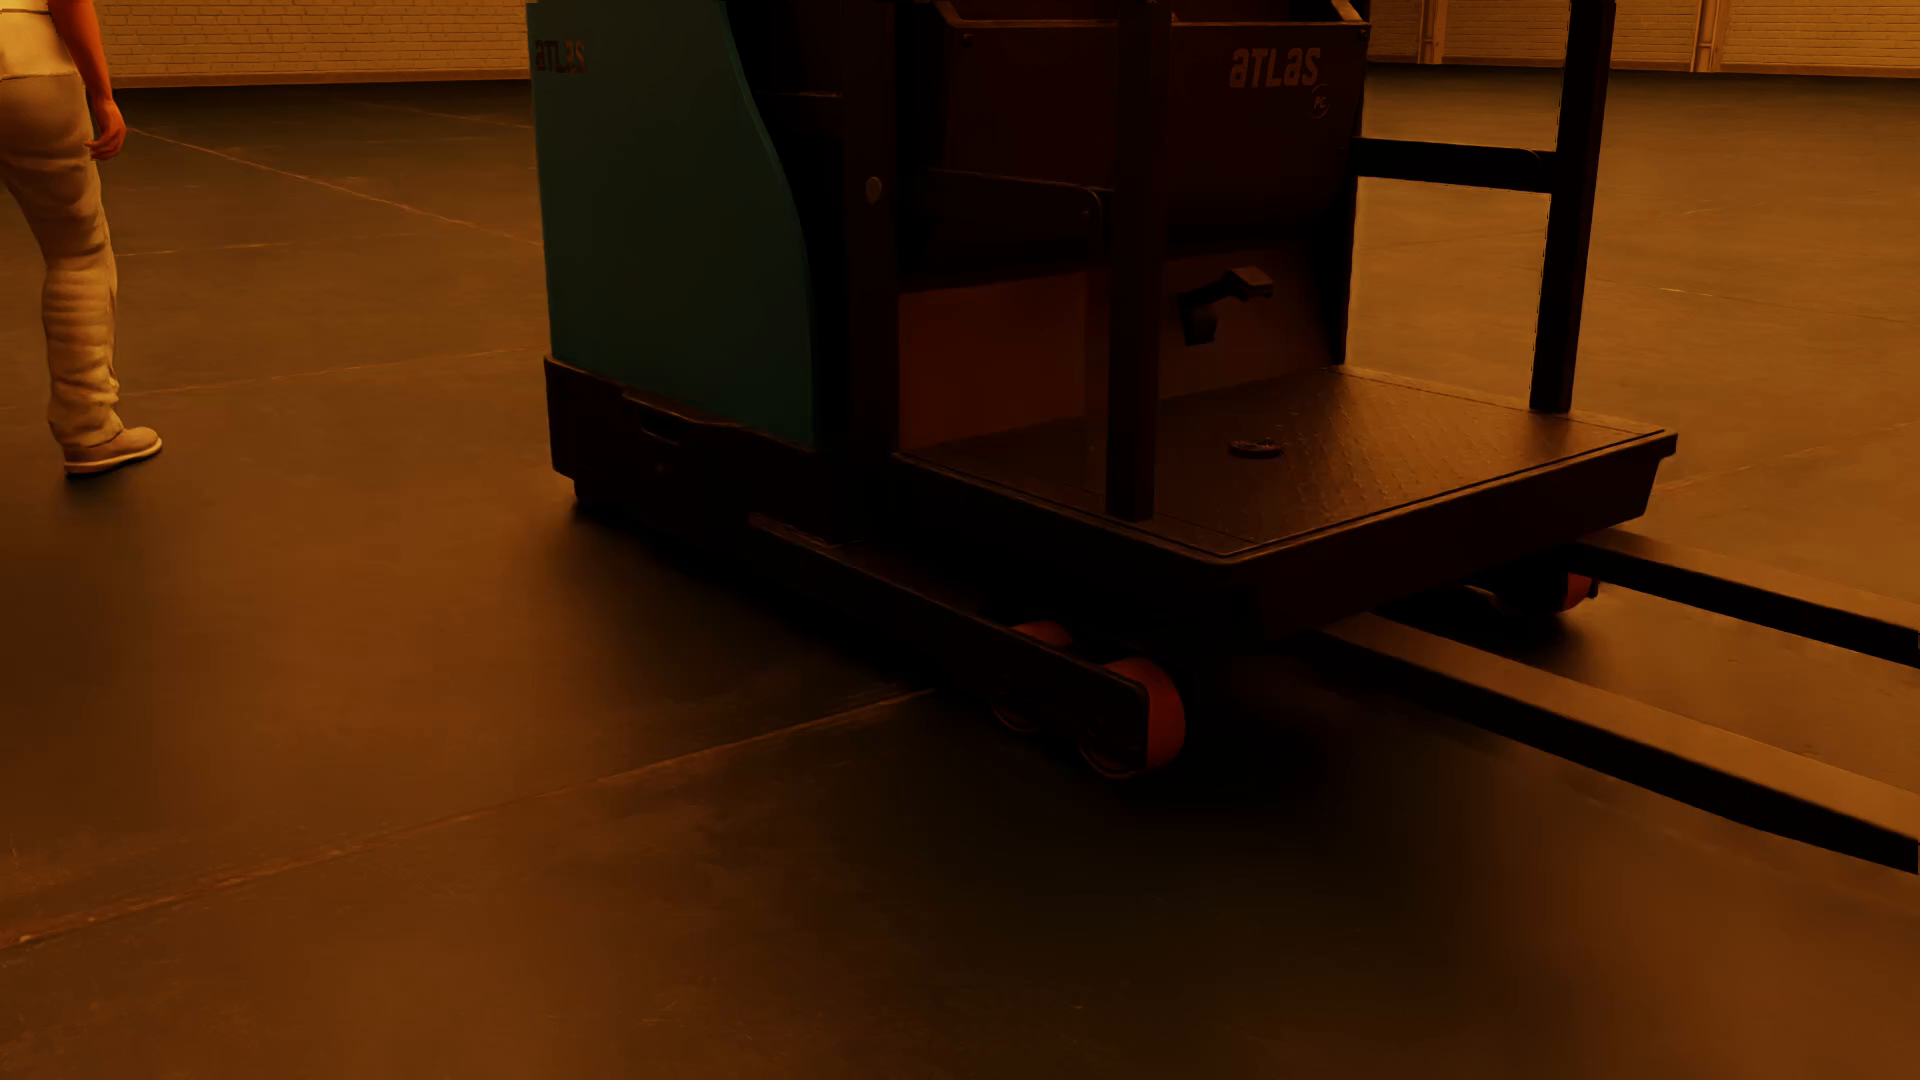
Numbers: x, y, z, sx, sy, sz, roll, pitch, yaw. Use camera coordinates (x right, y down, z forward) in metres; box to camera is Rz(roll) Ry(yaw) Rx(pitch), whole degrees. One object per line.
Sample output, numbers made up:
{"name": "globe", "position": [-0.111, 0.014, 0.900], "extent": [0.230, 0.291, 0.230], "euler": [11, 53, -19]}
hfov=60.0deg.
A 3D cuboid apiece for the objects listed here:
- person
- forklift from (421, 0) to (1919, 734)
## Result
{"name": "person", "position": [-2.116, -0.970, 3.615], "extent": [0.486, 1.668, 0.389], "euler": [-2, 18, -7]}
{"name": "forklift", "position": [0.514, -1.298, 2.549], "extent": [3.031, 2.935, 1.130], "euler": [11, 21, 31]}
